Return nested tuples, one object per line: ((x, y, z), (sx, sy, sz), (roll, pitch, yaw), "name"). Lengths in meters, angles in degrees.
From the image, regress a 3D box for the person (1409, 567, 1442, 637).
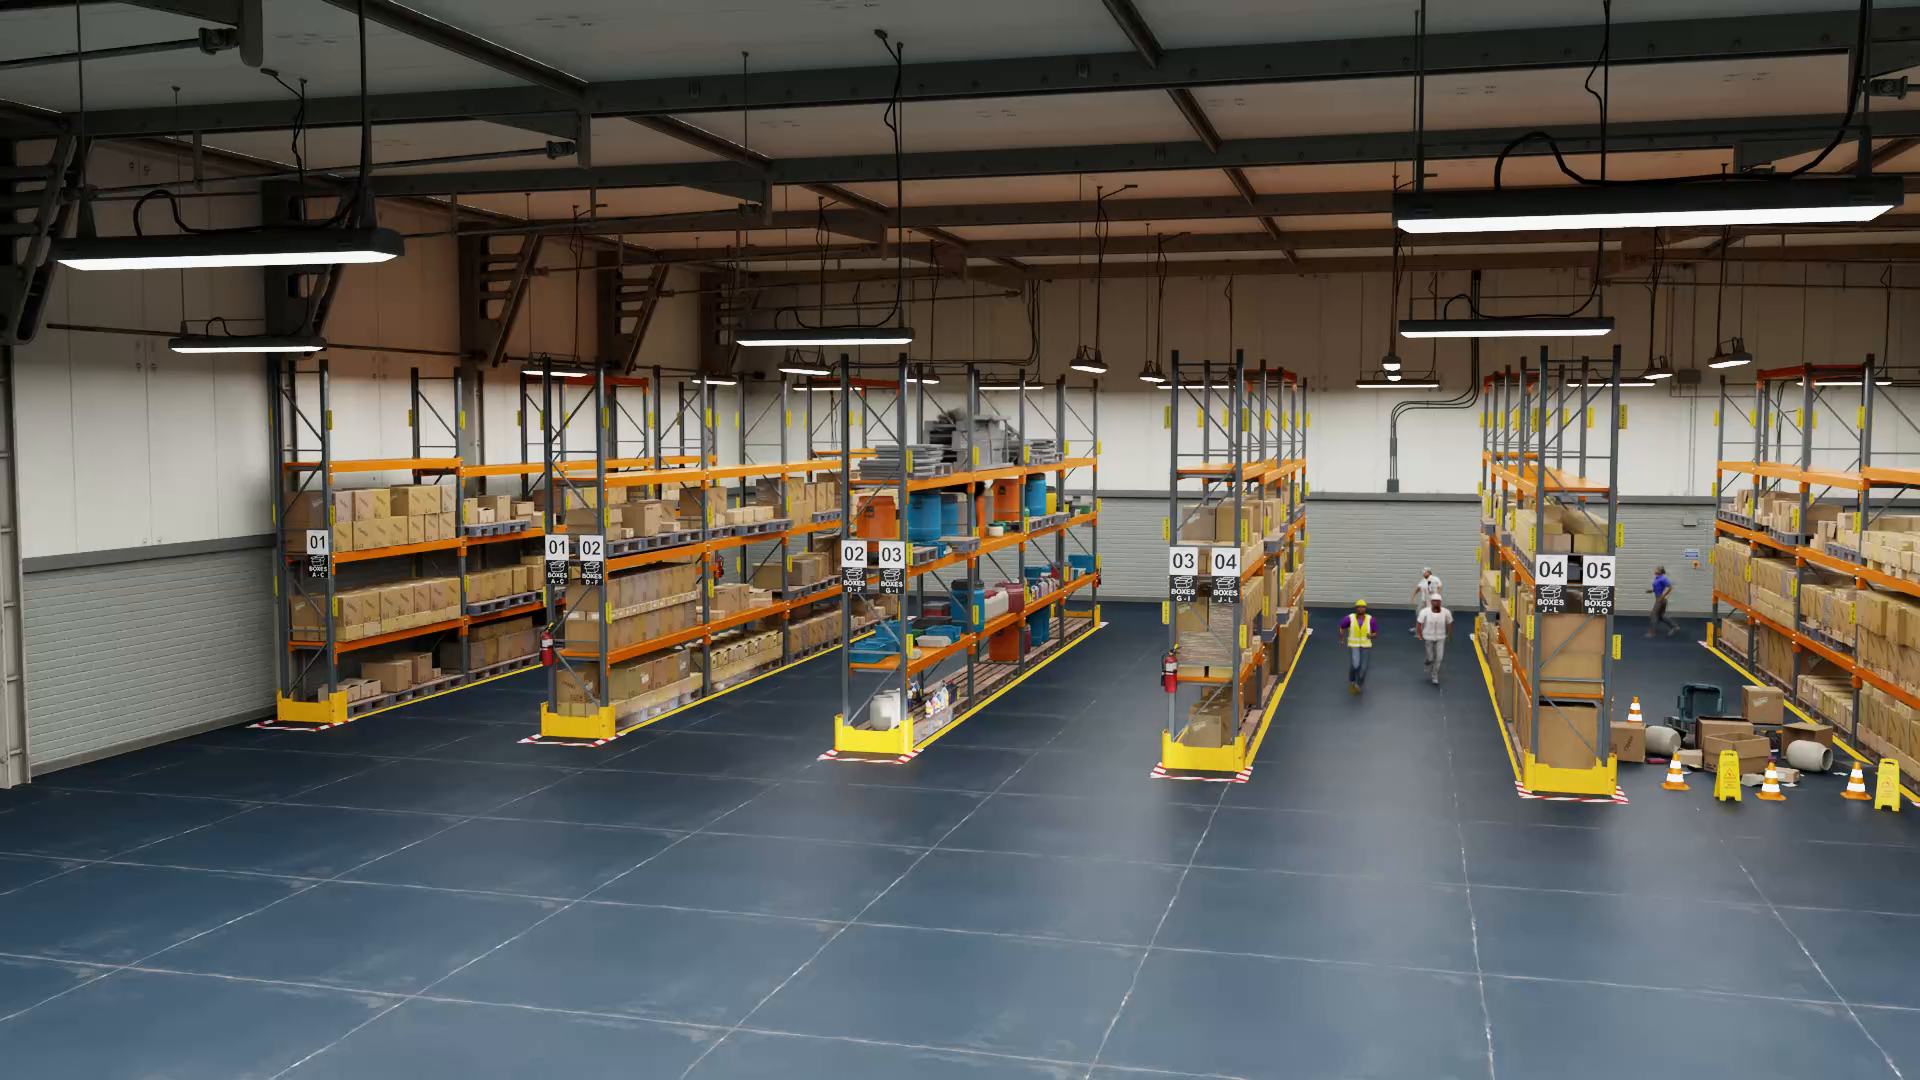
((10.777, 1.425, 38.751), (0.648, 1.626, 0.905), (-3, 5, -35), "person")

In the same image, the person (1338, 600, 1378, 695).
((7.244, 1.951, 30.153), (0.675, 1.741, 0.672), (0, 4, 3), "person")

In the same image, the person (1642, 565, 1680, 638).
((16.143, 1.424, 38.292), (0.782, 1.681, 0.598), (1, 4, 13), "person")

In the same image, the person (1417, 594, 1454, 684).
((9.072, 1.866, 31.768), (0.687, 1.715, 0.652), (1, 4, 9), "person")
